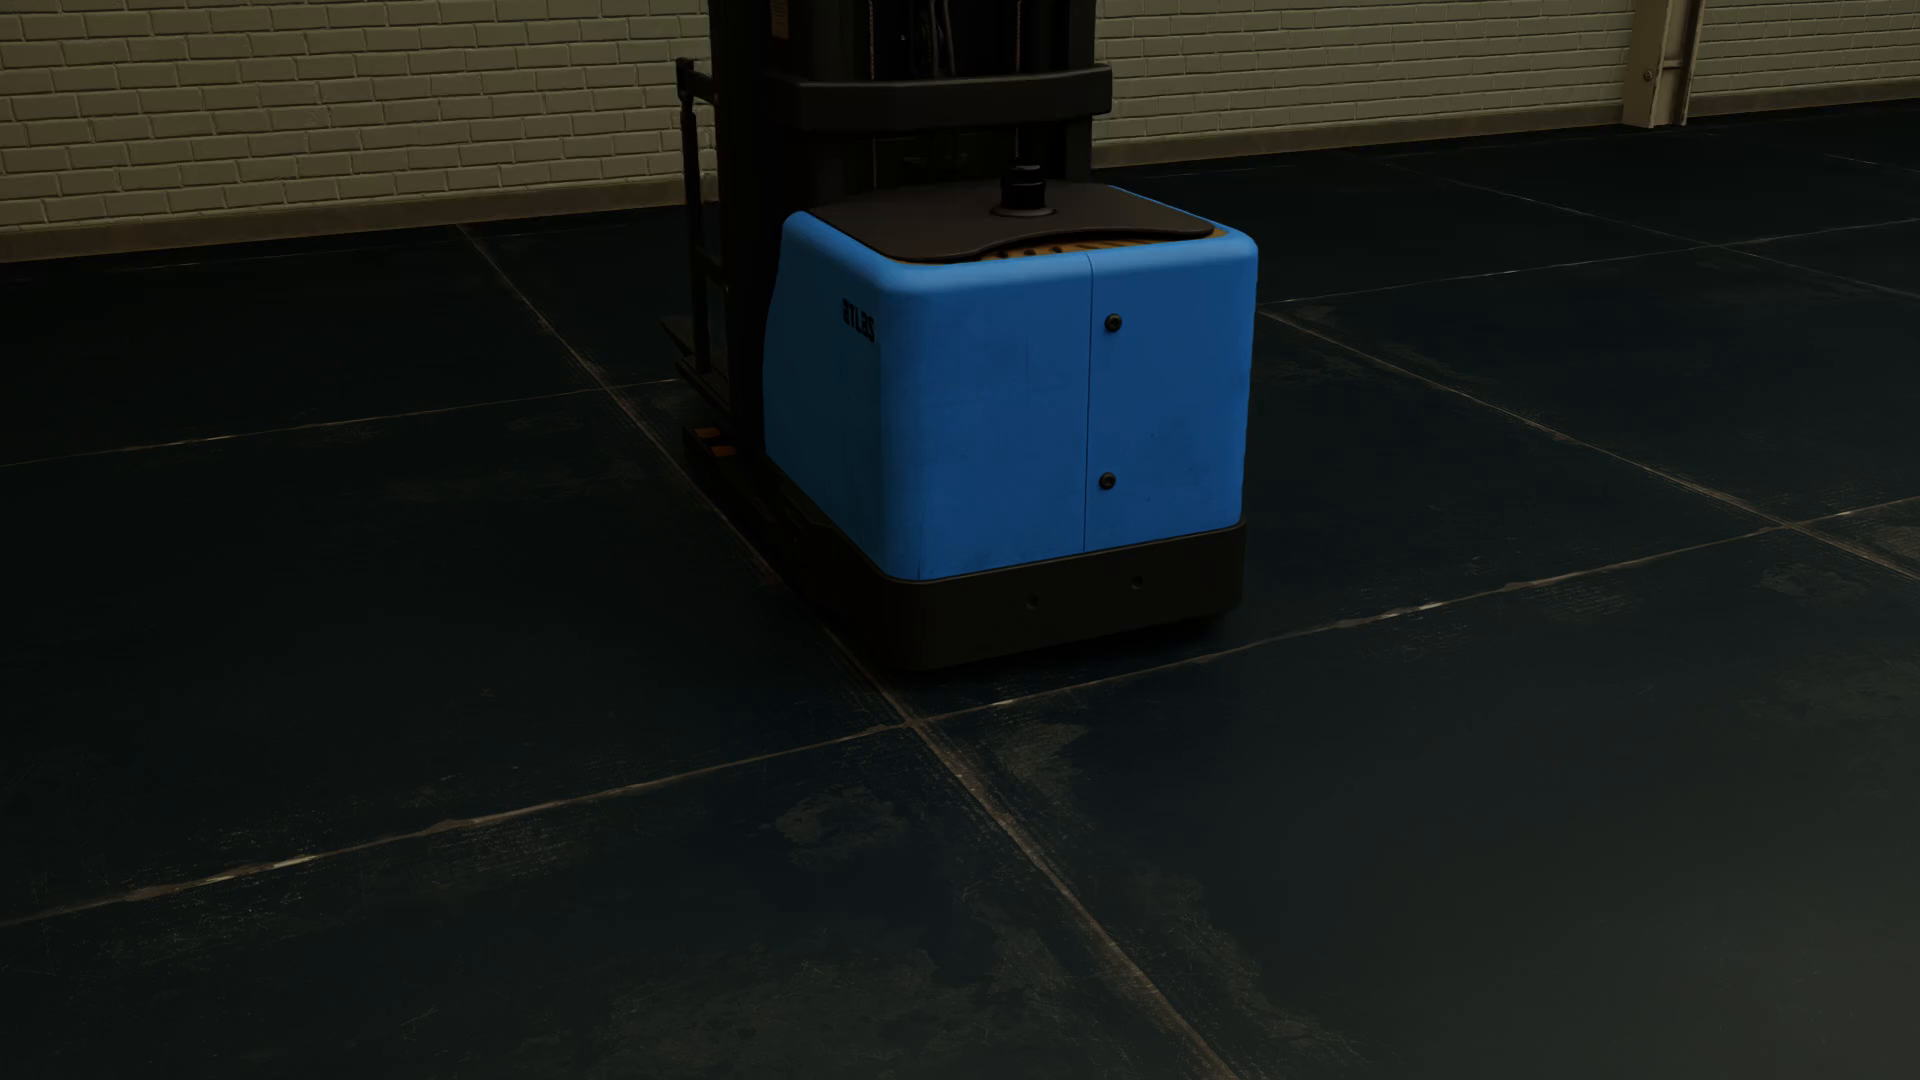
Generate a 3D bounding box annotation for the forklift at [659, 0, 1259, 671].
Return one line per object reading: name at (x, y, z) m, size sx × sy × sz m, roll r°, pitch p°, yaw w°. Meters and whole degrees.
forklift at (-0.289, -1.560, 5.042) m, size 1.130 × 2.935 × 3.031 m, roll -10°, pitch 24°, yaw -22°
